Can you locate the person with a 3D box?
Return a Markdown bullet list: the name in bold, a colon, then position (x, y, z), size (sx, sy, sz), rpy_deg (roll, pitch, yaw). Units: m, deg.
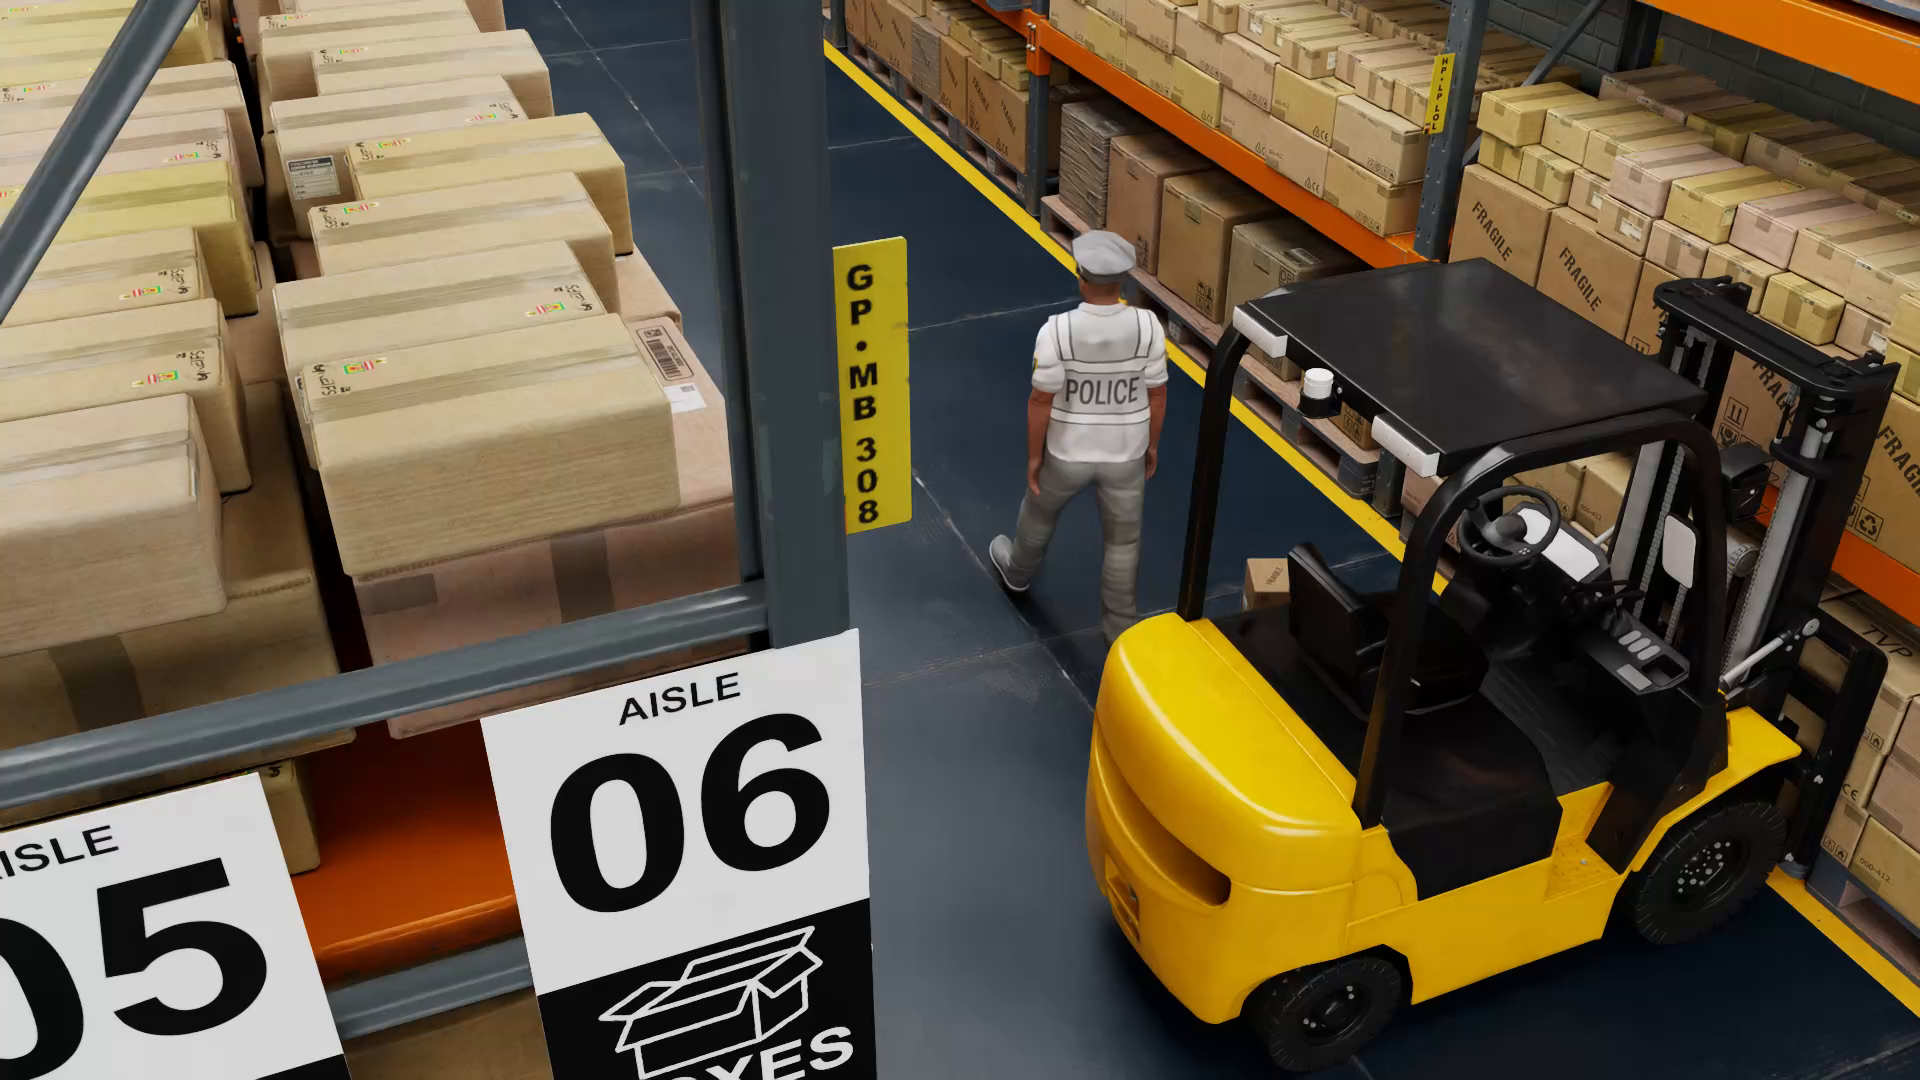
- **person**: position (0.492, -0.417, 6.740), size (0.714, 1.733, 0.844), rpy_deg (-1, 33, -1)
